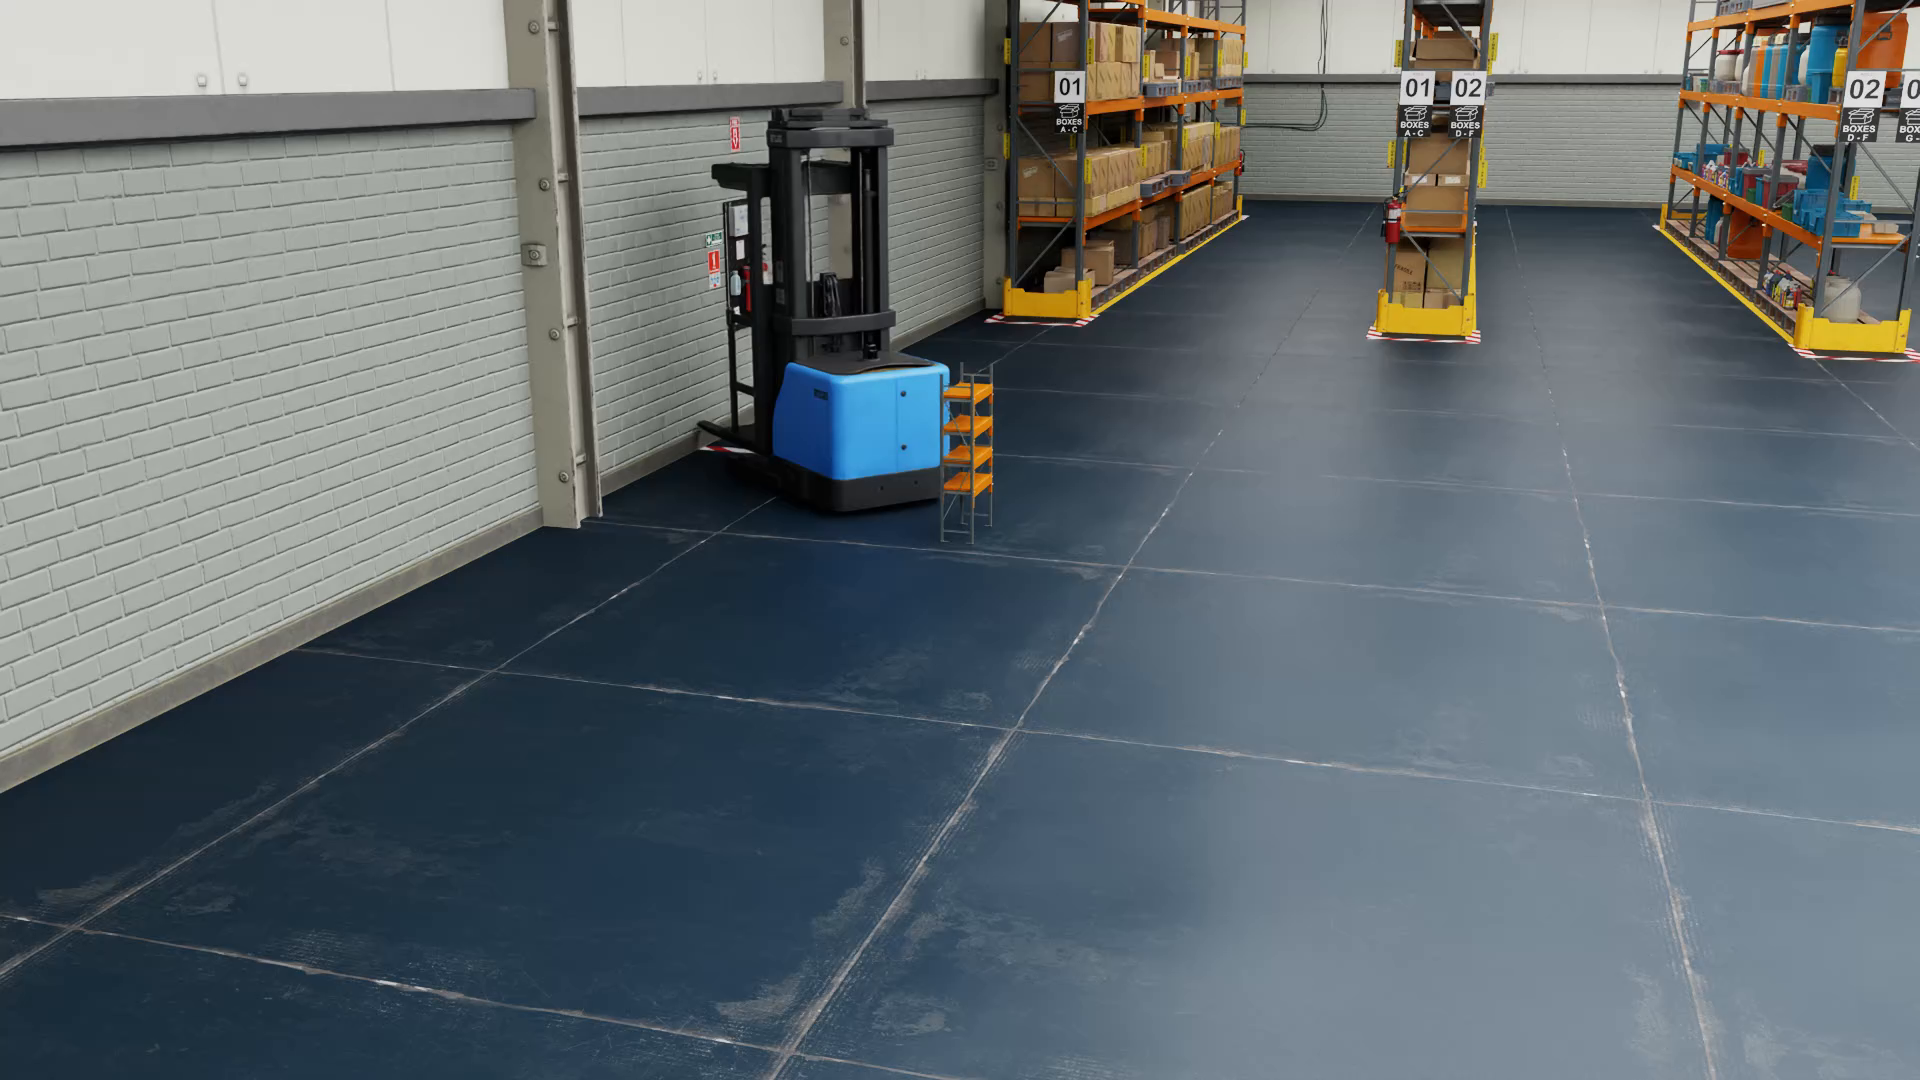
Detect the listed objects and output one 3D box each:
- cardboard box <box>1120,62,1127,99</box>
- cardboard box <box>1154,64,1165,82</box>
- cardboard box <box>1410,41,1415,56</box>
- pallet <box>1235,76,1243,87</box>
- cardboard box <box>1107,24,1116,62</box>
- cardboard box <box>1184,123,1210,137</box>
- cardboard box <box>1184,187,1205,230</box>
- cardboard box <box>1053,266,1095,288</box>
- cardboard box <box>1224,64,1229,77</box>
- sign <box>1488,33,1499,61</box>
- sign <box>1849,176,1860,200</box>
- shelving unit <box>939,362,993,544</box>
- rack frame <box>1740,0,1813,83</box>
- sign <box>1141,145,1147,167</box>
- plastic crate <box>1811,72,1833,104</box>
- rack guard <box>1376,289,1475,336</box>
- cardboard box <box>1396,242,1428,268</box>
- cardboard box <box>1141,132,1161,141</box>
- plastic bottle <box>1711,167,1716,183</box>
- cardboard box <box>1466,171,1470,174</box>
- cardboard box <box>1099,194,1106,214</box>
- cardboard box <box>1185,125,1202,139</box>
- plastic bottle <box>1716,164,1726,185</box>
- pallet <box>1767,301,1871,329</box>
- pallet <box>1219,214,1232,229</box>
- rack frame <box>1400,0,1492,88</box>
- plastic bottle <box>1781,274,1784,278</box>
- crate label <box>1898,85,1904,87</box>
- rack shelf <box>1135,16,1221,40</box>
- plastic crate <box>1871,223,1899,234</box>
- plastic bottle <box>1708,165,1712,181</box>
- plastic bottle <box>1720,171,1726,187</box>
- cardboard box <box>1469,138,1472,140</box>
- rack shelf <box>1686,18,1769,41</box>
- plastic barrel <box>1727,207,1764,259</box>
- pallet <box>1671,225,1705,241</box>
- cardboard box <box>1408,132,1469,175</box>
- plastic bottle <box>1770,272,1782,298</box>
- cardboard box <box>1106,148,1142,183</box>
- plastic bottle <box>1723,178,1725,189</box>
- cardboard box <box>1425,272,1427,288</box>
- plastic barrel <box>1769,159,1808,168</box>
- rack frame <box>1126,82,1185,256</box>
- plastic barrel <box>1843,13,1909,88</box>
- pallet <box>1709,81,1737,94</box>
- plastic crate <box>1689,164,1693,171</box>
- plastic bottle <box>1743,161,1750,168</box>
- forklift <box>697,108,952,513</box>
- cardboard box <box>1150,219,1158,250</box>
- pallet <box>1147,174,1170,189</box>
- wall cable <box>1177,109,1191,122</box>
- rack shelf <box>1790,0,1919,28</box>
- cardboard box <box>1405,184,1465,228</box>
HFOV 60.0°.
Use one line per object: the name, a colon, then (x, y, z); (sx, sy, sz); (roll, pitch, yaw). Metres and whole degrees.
cardboard box: (2.110, -6.596, 23.870); (0.500, 0.500, 0.500); (4, 16, 14)
cardboard box: (2.973, -7.743, 27.907); (0.797, 0.503, 0.637); (7, 17, 24)
cardboard box: (6.455, -6.484, 22.479); (0.797, 0.503, 0.637); (7, 17, 22)
pallet: (5.503, -9.871, 35.798); (1.003, 0.211, 1.213); (5, 16, 16)
cardboard box: (1.825, -6.805, 22.776); (0.500, 0.500, 0.500); (5, 17, 17)
cardboard box: (4.525, -7.905, 32.064); (0.500, 0.250, 0.500); (5, 17, 17)
cardboard box: (4.257, -6.374, 31.973); (0.750, 0.750, 0.750); (5, 17, 18)
cardboard box: (1.601, -3.721, 23.571); (0.500, 0.311, 0.500); (6, 17, 20)
cardboard box: (5.174, -9.532, 33.764); (0.500, 0.250, 0.500); (4, 16, 15)
sign: (6.437, -5.953, 20.077); (0.100, 0.325, 0.005); (5, 16, 16)
sign: (12.316, -4.845, 22.907); (0.100, 0.325, 0.005); (5, 16, 16)
shelving unit: (0.047, -0.621, 11.818); (0.258, 1.200, 0.503); (5, 16, 16)
rack frame: (12.928, -8.690, 25.976); (1.000, 3.000, 0.127); (5, 16, 16)
sign: (2.816, -5.902, 25.554); (0.100, 0.325, 0.005); (5, 16, 16)
plastic crate: (10.908, -5.669, 20.850); (0.392, 0.384, 0.575); (5, 16, 16)
rack guard: (5.900, -2.887, 21.092); (1.175, 0.500, 0.348); (5, 16, 16)
cardboard box: (6.044, -3.762, 22.491); (0.500, 0.500, 0.500); (5, 16, 16)
cardboard box: (3.283, -6.966, 28.714); (0.380, 0.149, 0.250); (2, 16, 7)
plastic bottle: (13.180, -6.366, 29.012); (0.097, 0.271, 0.097); (0, 16, 0)
cardboard box: (6.370, -4.677, 21.448); (0.380, 0.149, 0.250); (5, 16, 16)
cardboard box: (1.733, -4.657, 22.988); (0.500, 0.250, 0.500); (4, 16, 14)
cardboard box: (4.236, -7.638, 31.123); (0.500, 0.250, 0.500); (4, 16, 15)
plastic bottle: (13.044, -6.257, 28.481); (0.144, 0.351, 0.185); (5, 16, 16)
pallet: (11.216, -2.923, 21.749); (1.003, 0.211, 1.213); (5, 16, 16)
pallet: (5.203, -6.790, 35.382); (1.003, 0.211, 1.213); (5, 16, 16)
rack frame: (5.907, -6.982, 19.955); (1.000, 3.000, 0.127); (5, 16, 16)
plastic bottle: (11.318, -3.518, 22.908); (0.061, 0.283, 0.133); (5, 16, 16)
crate label: (11.504, -5.547, 20.663); (0.502, 0.251, 0.408); (5, 16, 16)
rack shelf: (3.998, -9.443, 30.682); (1.077, 0.370, 4.000); (5, 16, 16)
plastic crate: (11.218, -3.793, 20.189); (0.298, 0.136, 0.250); (5, 16, 16)
plastic bottle: (13.300, -6.499, 29.459); (0.061, 0.283, 0.133); (5, 16, 16)
plastic bottle: (12.861, -6.072, 27.976); (0.097, 0.271, 0.097); (0, 16, 0)
cardboard box: (8.874, -7.019, 30.125); (0.700, 0.500, 0.500); (1, 16, 2)
rack shelf: (14.634, -9.721, 31.663); (1.077, 0.370, 4.000); (5, 16, 16)
plastic barrel: (13.051, -5.091, 27.490); (0.600, 0.830, 0.708); (5, 16, 16)
pallet: (14.582, -6.025, 32.683); (1.003, 0.211, 1.213); (5, 16, 16)
cardboard box: (6.067, -4.903, 21.059); (0.700, 0.500, 0.500); (5, 16, 16)
plastic bottle: (11.111, -3.466, 22.601); (0.144, 0.351, 0.185); (4, 16, 14)
cardboard box: (2.455, -5.676, 25.209); (0.500, 0.500, 0.500); (5, 16, 16)
plastic bottle: (12.778, -5.962, 27.716); (0.097, 0.201, 0.097); (0, 16, 0)
cardboard box: (6.327, -3.663, 23.516); (0.500, 0.250, 0.500); (5, 16, 16)
plastic barrel: (13.087, -5.724, 26.265); (0.600, 0.536, 0.708); (5, 16, 16)
rack frame: (3.430, -6.572, 29.503); (1.000, 3.000, 0.127); (5, 16, 16)
plastic barrel: (10.671, -5.700, 19.373); (0.600, 0.830, 0.708); (5, 16, 16)
pallet: (13.936, -7.990, 29.351); (1.213, 0.211, 1.003); (5, 16, 16)
plastic crate: (14.126, -7.061, 31.620); (0.437, 0.125, 0.590); (5, 16, 16)
plastic bottle: (13.927, -6.524, 29.423); (0.144, 0.351, 0.185); (5, 16, 16)
forklift: (-1.283, -1.963, 13.377); (1.130, 2.935, 3.031); (-10, 19, -31)
cardboard box: (3.017, -5.263, 28.663); (0.700, 0.500, 0.500); (5, 16, 16)
pallet: (2.907, -5.959, 27.692); (1.003, 0.211, 1.213); (5, 16, 16)
wall cable: (5.160, -9.562, 38.184); (0.084, 1.984, 1.851); (5, 16, 16)
rack shelf: (11.223, -6.582, 20.595); (1.077, 0.370, 4.000); (5, 16, 16)
cardboard box: (6.052, -4.265, 21.187); (0.700, 0.500, 0.500); (5, 16, 16)
